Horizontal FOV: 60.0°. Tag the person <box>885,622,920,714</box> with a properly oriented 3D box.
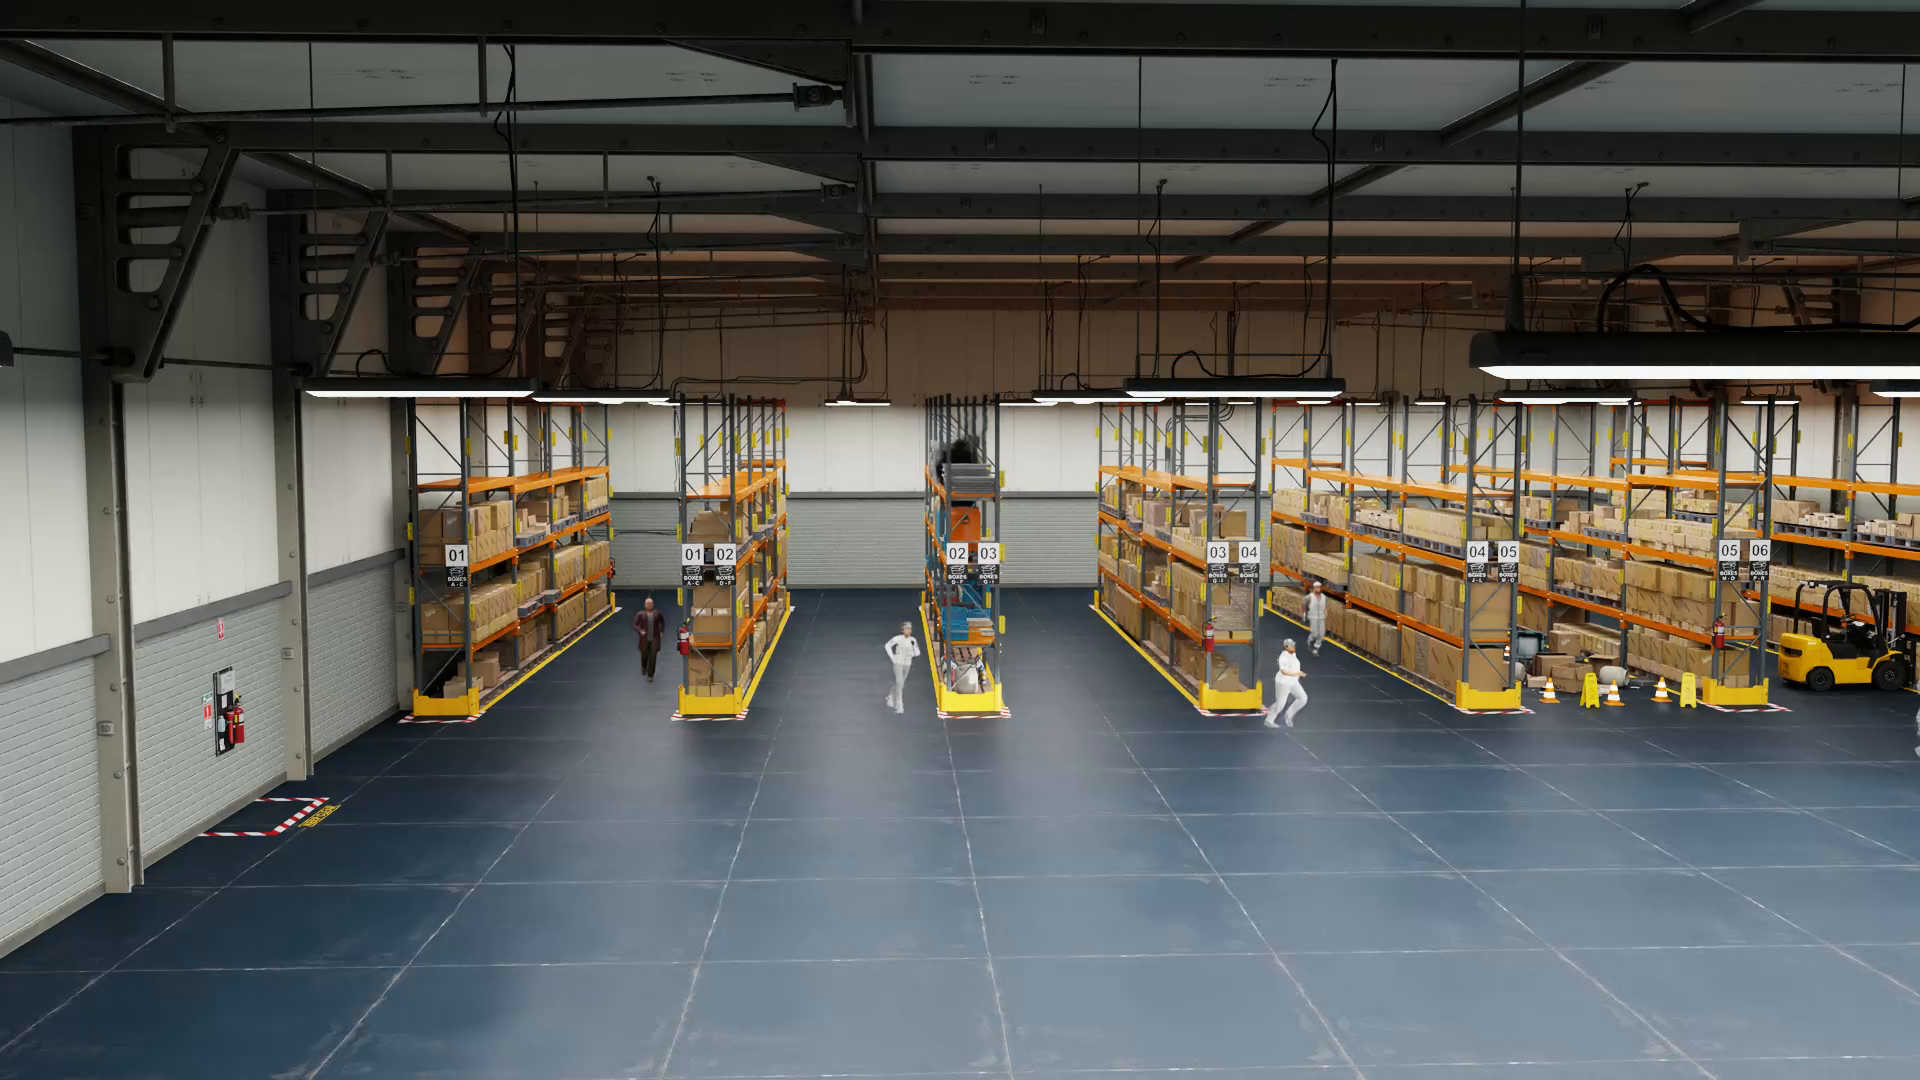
[{"bbox_3d":[-1.079,2.406,31.626,0.608,1.736,0.790,-3,5,-29],"label":"person"}]

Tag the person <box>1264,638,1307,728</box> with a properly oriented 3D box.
[{"bbox_3d":[5.847,2.550,29.625,0.808,1.621,0.619,4,6,43],"label":"person"}]

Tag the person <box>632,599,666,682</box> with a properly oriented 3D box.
[{"bbox_3d":[-6.529,2.091,34.950,0.709,1.737,0.757,-1,5,-16],"label":"person"}]

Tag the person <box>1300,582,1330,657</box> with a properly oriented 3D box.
[{"bbox_3d":[8.215,1.831,38.248,0.656,1.739,0.587,-1,5,-7],"label":"person"}]
